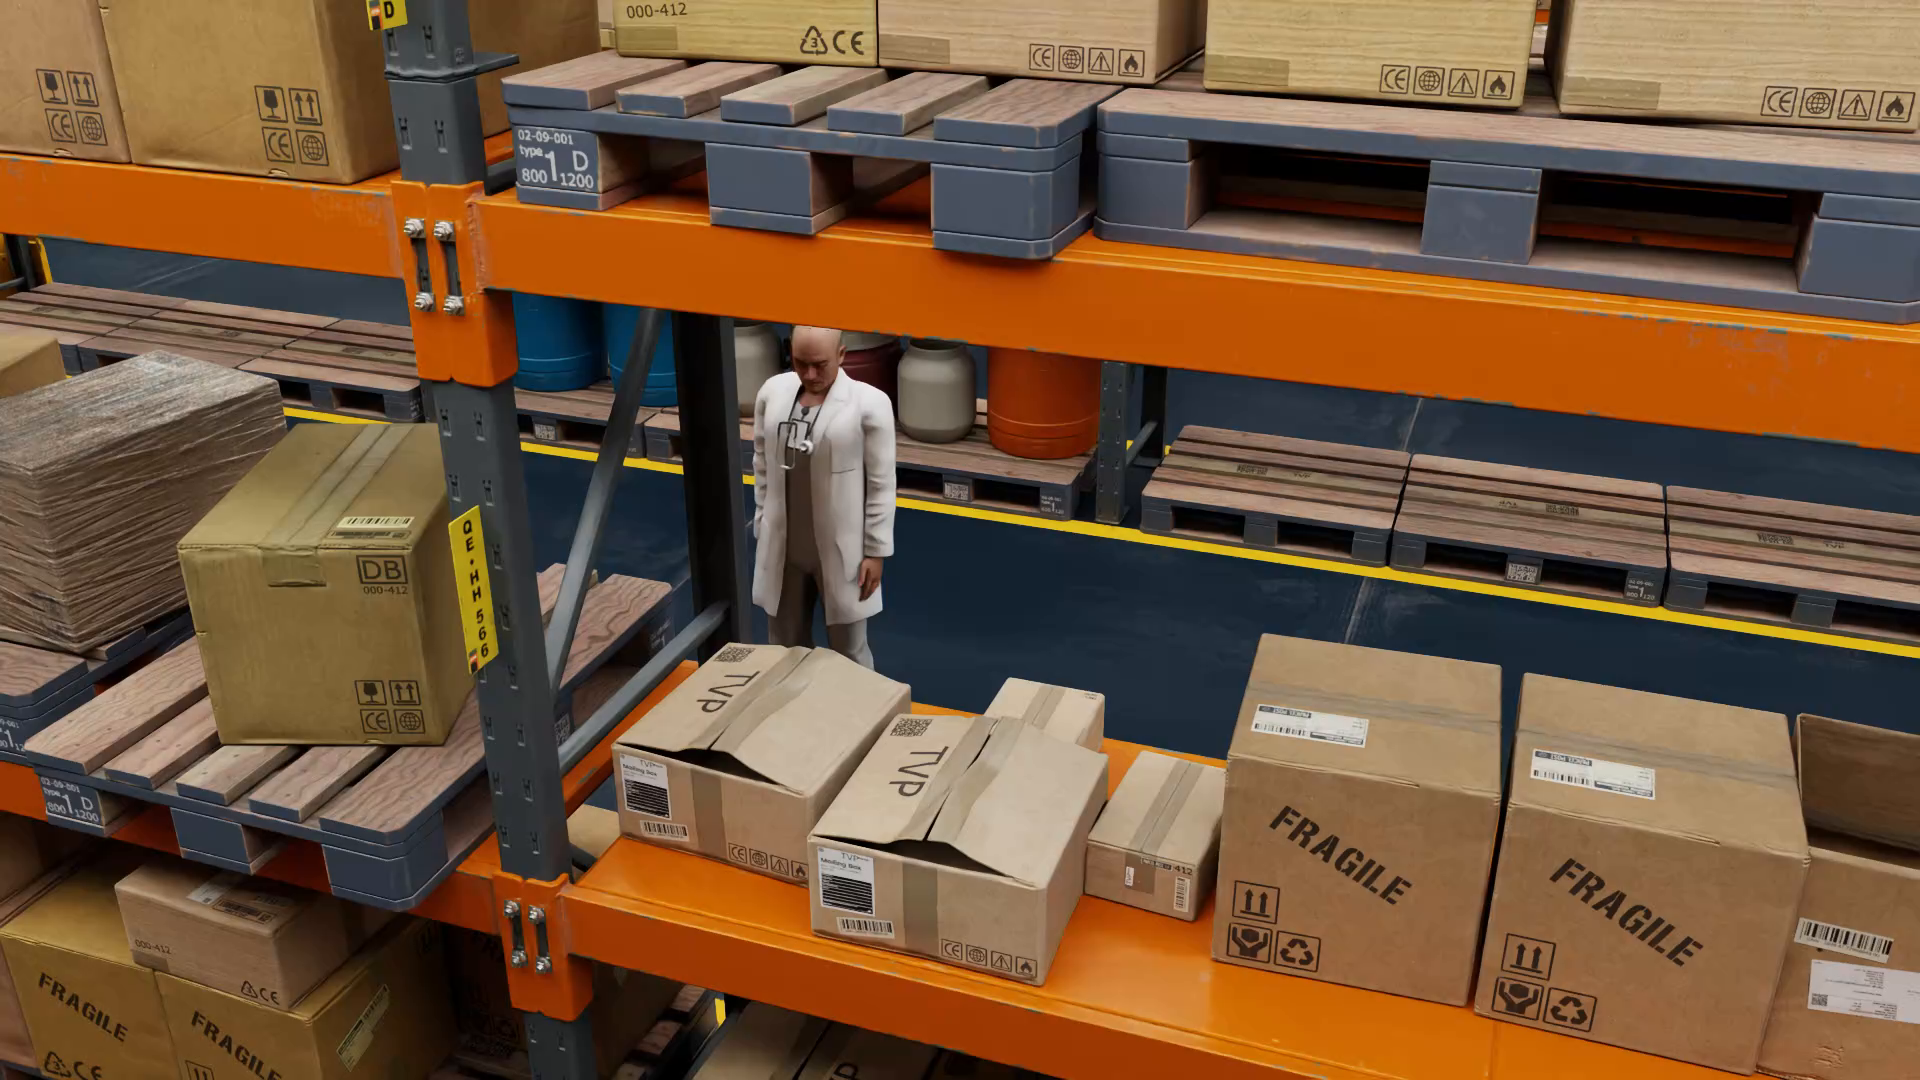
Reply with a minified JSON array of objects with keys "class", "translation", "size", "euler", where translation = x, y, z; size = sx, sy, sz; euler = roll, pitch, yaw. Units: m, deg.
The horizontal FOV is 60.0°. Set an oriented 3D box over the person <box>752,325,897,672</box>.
[{"class":"person","translation":[-0.504,0.036,6.062],"size":[0.562,1.773,0.380],"euler":[9,27,19]}]
